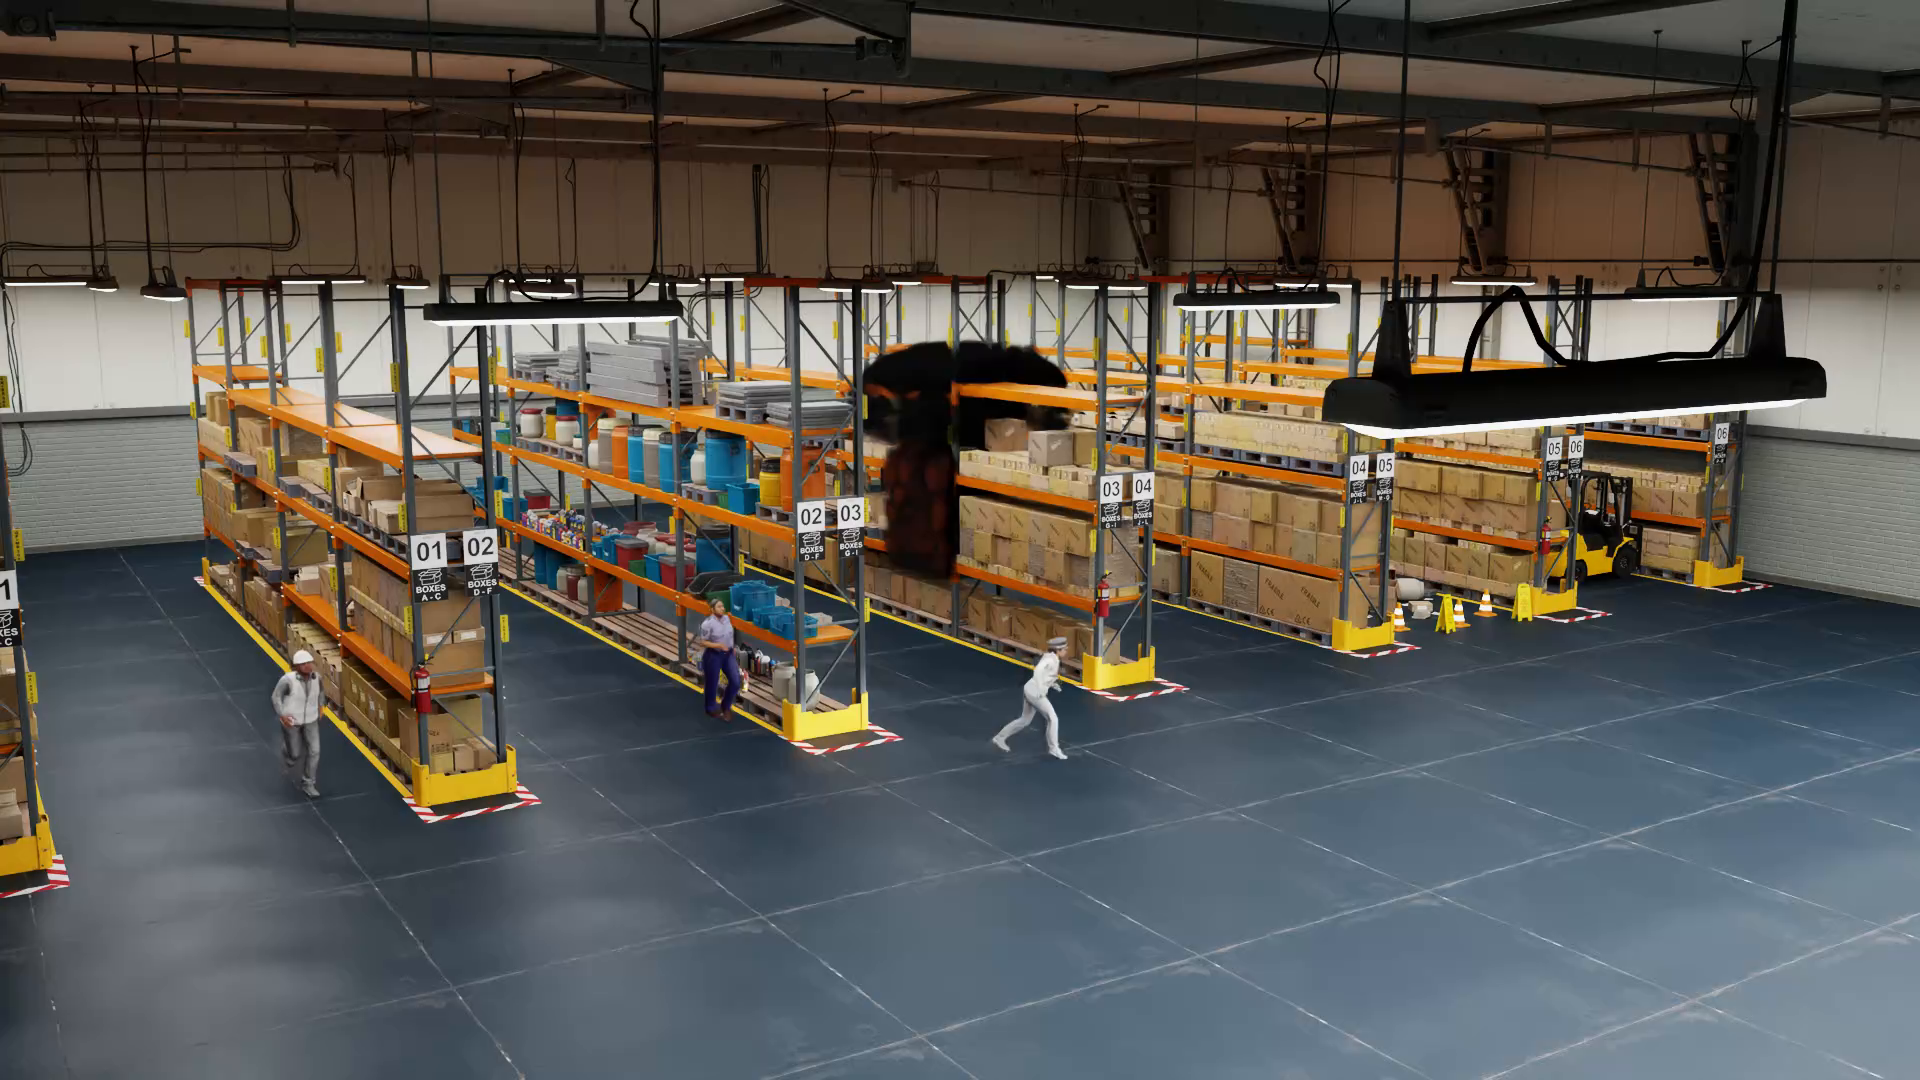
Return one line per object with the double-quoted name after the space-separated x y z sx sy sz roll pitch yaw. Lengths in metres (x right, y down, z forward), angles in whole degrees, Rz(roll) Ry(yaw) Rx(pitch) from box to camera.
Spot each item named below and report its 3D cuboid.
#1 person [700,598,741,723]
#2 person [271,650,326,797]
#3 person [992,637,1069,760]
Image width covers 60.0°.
-3.149 1.611 21.978 0.580 1.710 0.645 -9 13 -42 "person"
-7.965 2.166 20.057 0.663 1.764 0.912 -8 13 -40 "person"
0.899 2.045 21.210 0.980 1.627 0.655 0 10 0 "person"
